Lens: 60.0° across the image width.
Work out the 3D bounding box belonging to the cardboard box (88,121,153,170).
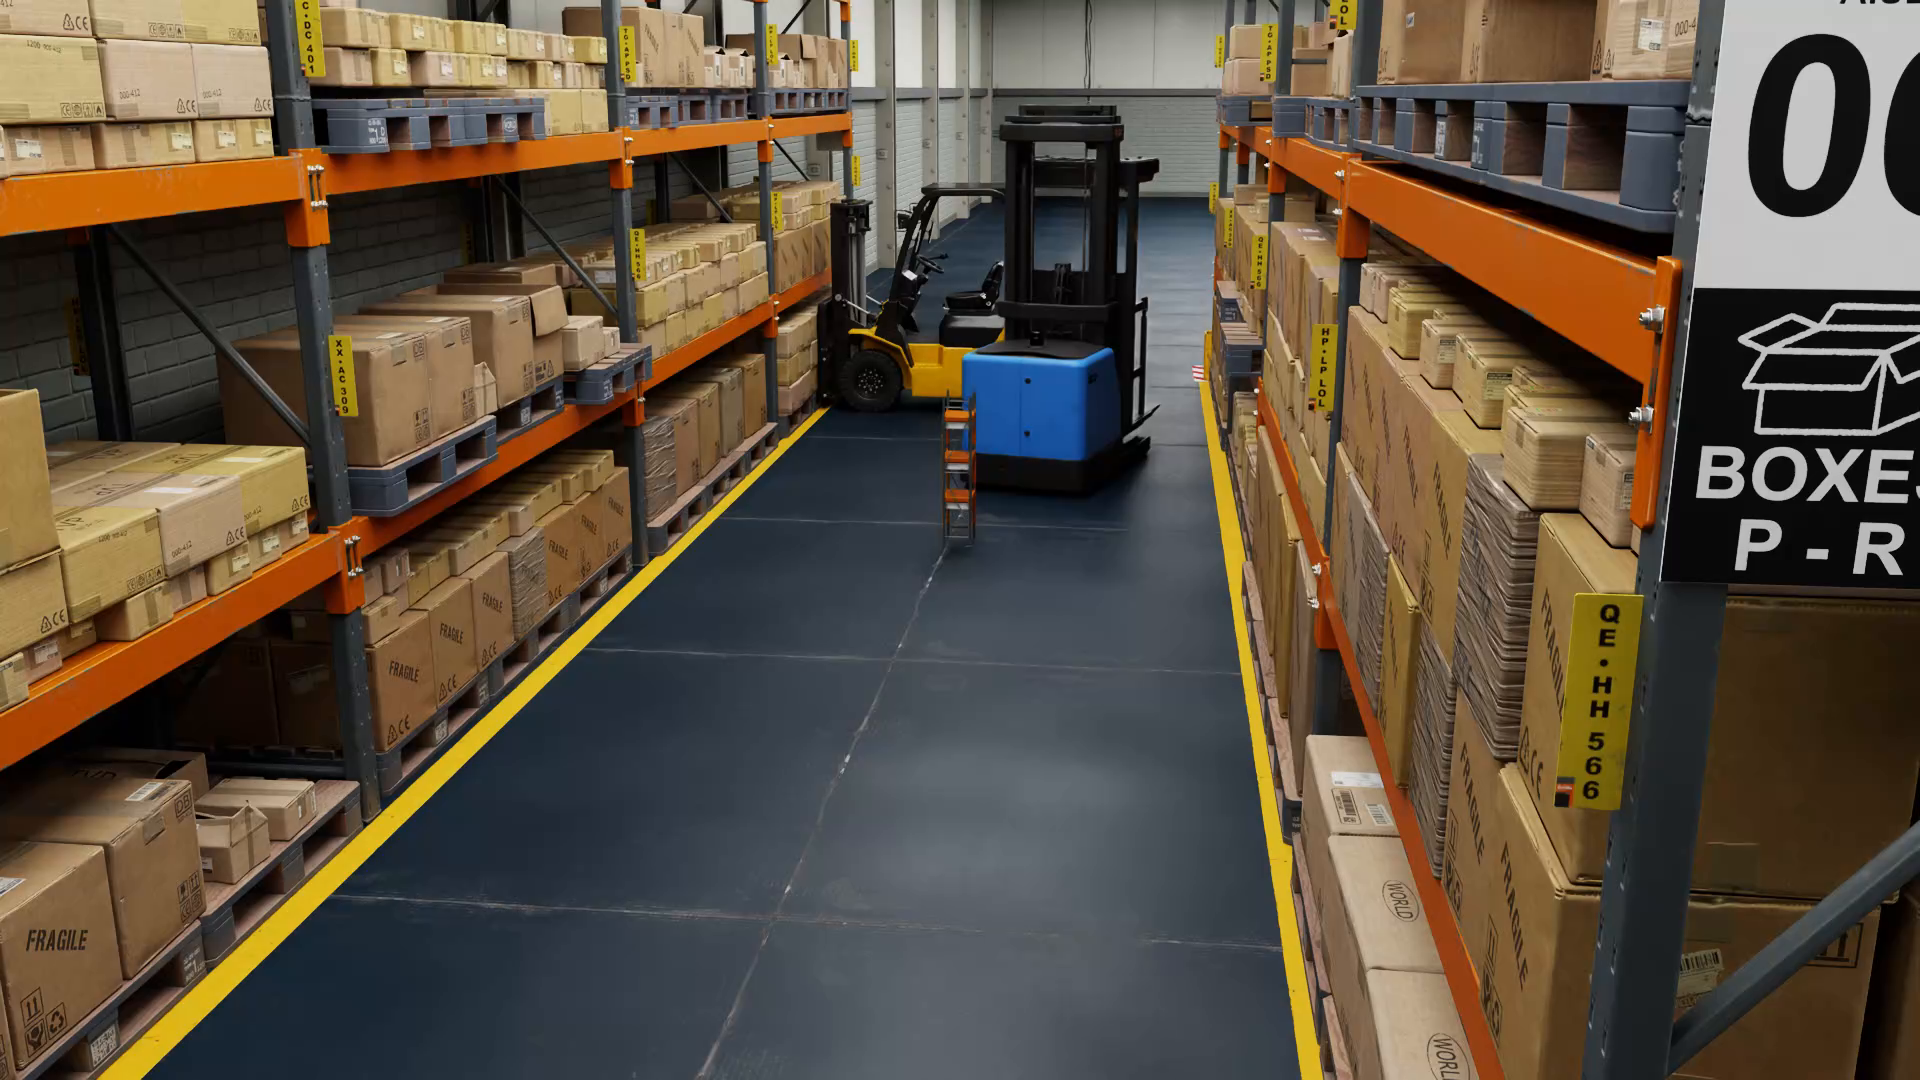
[{"bbox_3d":[-2.877,-1.284,5.400,0.380,0.149,0.250,2,15,6],"label":"cardboard box"}]

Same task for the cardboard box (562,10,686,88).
[{"bbox_3d":[-2.295,-3.355,11.389,0.700,0.500,0.500,1,15,5],"label":"cardboard box"}]

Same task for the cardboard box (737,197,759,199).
[{"bbox_3d":[-1.835,-3.047,15.178,0.380,0.149,0.250,1,15,5],"label":"cardboard box"}]

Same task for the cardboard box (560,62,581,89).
[{"bbox_3d":[-2.426,-2.696,9.662,0.380,0.149,0.250,1,15,5],"label":"cardboard box"}]

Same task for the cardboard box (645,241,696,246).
[{"bbox_3d":[-2.179,-2.134,12.374,0.380,0.149,0.250,2,15,6],"label":"cardboard box"}]

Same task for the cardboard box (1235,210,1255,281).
[{"bbox_3d":[2.344,-2.209,12.520,0.500,0.500,0.500,2,15,6],"label":"cardboard box"}]

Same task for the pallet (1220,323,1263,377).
[{"bbox_3d":[2.331,-1.243,10.882,1.213,0.211,1.003,2,15,6],"label":"pallet"}]

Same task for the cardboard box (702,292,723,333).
[{"bbox_3d":[-2.110,-1.727,12.591,0.500,0.250,0.500,2,15,8],"label":"cardboard box"}]

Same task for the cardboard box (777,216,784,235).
[{"bbox_3d":[-1.800,-2.834,14.963,0.380,0.149,0.250,2,15,8],"label":"cardboard box"}]

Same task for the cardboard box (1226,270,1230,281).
[{"bbox_3d":[2.652,-2.420,15.347,0.380,0.149,0.250,1,15,5],"label":"cardboard box"}]

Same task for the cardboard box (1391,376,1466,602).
[{"bbox_3d":[1.419,-0.131,4.294,0.500,0.500,0.500,2,15,6],"label":"cardboard box"}]

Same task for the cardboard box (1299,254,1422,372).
[{"bbox_3d":[1.833,-1.030,7.618,0.500,0.500,0.500,2,15,8],"label":"cardboard box"}]

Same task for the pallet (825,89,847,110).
[{"bbox_3d":[-1.779,-4.591,17.317,1.003,0.211,1.213,2,15,6],"label":"pallet"}]

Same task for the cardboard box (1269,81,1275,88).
[{"bbox_3d":[2.500,-3.042,11.223,0.797,0.503,0.637,2,15,6],"label":"cardboard box"}]

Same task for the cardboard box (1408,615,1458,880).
[{"bbox_3d":[1.365,0.482,3.941,0.500,0.500,0.500,2,15,8],"label":"cardboard box"}]

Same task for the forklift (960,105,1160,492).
[{"bbox_3d":[1.000,-2.127,13.913,1.130,2.935,3.031,6,16,20],"label":"forklift"}]

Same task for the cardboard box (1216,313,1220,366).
[{"bbox_3d":[2.771,-1.988,16.292,0.500,0.500,0.500,2,15,7],"label":"cardboard box"}]

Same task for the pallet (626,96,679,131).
[{"bbox_3d":[-2.589,-2.829,10.992,1.213,0.211,1.003,2,15,9],"label":"pallet"}]

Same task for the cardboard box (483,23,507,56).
[{"bbox_3d":[-2.443,-2.443,8.119,0.380,0.149,0.250,2,15,7],"label":"cardboard box"}]

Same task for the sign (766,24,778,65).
[{"bbox_3d":[-1.585,-4.167,13.985,0.100,0.325,0.005,2,15,6],"label":"sign"}]

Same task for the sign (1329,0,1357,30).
[{"bbox_3d":[1.364,-1.974,5.874,0.100,0.325,0.005,2,15,6],"label":"sign"}]

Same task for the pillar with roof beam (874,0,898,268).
[{"bbox_3d":[2.984,-9.096,28.060,9.100,9.000,0.400,2,15,6],"label":"pillar with roof beam"}]

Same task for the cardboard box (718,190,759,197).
[{"bbox_3d":[-2.153,-3.323,16.202,0.380,0.149,0.250,2,15,8],"label":"cardboard box"}]

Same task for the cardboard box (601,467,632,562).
[{"bbox_3d":[-2.410,-0.173,10.541,0.500,0.500,0.500,2,15,8],"label":"cardboard box"}]

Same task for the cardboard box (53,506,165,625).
[{"bbox_3d":[-2.954,0.071,5.369,0.500,0.250,0.500,2,15,6],"label":"cardboard box"}]

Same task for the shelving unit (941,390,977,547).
[{"bbox_3d":[-0.006,-0.493,11.474,0.215,1.050,0.252,2,15,6],"label":"shelving unit"}]

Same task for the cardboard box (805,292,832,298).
[{"bbox_3d":[-1.467,-2.465,17.579,0.500,0.250,0.500,2,15,7],"label":"cardboard box"}]

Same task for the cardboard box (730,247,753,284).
[{"bbox_3d":[-1.977,-2.231,13.497,0.500,0.250,0.500,1,15,5],"label":"cardboard box"}]

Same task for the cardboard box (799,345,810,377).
[{"bbox_3d":[-1.709,-1.695,15.688,0.500,0.250,0.500,2,15,6],"label":"cardboard box"}]

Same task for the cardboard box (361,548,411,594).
[{"bbox_3d":[-2.741,0.137,7.579,0.380,0.149,0.250,1,15,4],"label":"cardboard box"}]

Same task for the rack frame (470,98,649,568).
[{"bbox_3d":[-2.576,-1.293,10.699,1.000,3.000,0.127,2,15,6],"label":"rack frame"}]

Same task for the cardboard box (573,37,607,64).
[{"bbox_3d":[-2.321,-2.907,9.874,0.380,0.149,0.250,2,15,8],"label":"cardboard box"}]

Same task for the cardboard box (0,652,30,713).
[{"bbox_3d":[-2.965,0.424,4.828,0.380,0.149,0.250,2,15,8],"label":"cardboard box"}]

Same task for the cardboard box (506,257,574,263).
[{"bbox_3d":[-2.822,-1.816,11.198,0.380,0.149,0.250,2,15,8],"label":"cardboard box"}]

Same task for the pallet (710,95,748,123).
[{"bbox_3d":[-2.212,-3.457,13.321,0.805,0.209,1.217,1,15,4],"label":"pallet"}]

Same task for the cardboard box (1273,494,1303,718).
[{"bbox_3d":[1.989,0.315,8.018,0.875,0.875,0.875,2,15,8],"label":"cardboard box"}]

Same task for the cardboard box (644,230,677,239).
[{"bbox_3d":[-2.497,-2.408,13.385,0.380,0.149,0.250,2,15,6],"label":"cardboard box"}]

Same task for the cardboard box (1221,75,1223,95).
[{"bbox_3d":[2.937,-4.620,16.971,0.500,0.250,0.500,1,15,5],"label":"cardboard box"}]

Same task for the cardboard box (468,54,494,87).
[{"bbox_3d":[-2.448,-2.230,7.901,0.380,0.149,0.250,2,15,8],"label":"cardboard box"}]

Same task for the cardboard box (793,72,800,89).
[{"bbox_3d":[-1.686,-4.215,15.243,0.380,0.149,0.250,2,15,8],"label":"cardboard box"}]

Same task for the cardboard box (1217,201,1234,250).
[{"bbox_3d":[2.874,-3.166,16.862,0.500,0.500,0.500,2,15,8],"label":"cardboard box"}]

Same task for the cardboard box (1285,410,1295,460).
[{"bbox_3d":[1.893,-0.559,8.268,0.500,0.250,0.500,2,15,6],"label":"cardboard box"}]

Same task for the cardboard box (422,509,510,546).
[{"bbox_3d":[-2.636,-0.062,8.885,0.380,0.149,0.250,2,15,6],"label":"cardboard box"}]

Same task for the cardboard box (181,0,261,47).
[{"bbox_3d":[-2.845,-1.878,5.876,0.500,0.250,0.500,2,15,6],"label":"cardboard box"}]

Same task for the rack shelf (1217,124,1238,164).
[{"bbox_3d":[3.033,-3.805,15.619,1.077,0.370,4.000,2,15,6],"label":"rack shelf"}]

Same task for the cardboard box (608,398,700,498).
[{"bbox_3d":[-2.426,-0.681,12.178,0.875,0.625,0.625,2,15,8],"label":"cardboard box"}]

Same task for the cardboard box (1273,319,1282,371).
[{"bbox_3d":[1.994,-1.059,9.161,0.500,0.250,0.500,2,15,8],"label":"cardboard box"}]

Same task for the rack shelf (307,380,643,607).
[{"bbox_3d":[-2.802,-0.427,8.874,1.077,0.370,4.000,2,15,6],"label":"rack shelf"}]

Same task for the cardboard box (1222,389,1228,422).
[{"bbox_3d":[2.607,-1.222,14.899,0.500,0.250,0.500,2,15,9],"label":"cardboard box"}]

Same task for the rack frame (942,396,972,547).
[{"bbox_3d":[-0.020,-0.461,11.357,0.200,1.050,0.008,2,15,6],"label":"rack frame"}]

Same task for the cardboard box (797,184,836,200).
[{"bbox_3d":[-1.504,-3.641,17.375,0.380,0.149,0.250,2,15,8],"label":"cardboard box"}]

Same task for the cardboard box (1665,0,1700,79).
[{"bbox_3d":[1.415,-0.819,2.490,0.500,0.250,0.500,0,15,1],"label":"cardboard box"}]

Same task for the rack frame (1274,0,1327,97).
[{"bbox_3d":[2.356,-4.044,9.378,1.000,3.000,0.127,2,15,6],"label":"rack frame"}]

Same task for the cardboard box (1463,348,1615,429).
[{"bbox_3d":[1.384,-0.349,3.856,0.380,0.149,0.250,2,15,8],"label":"cardboard box"}]
